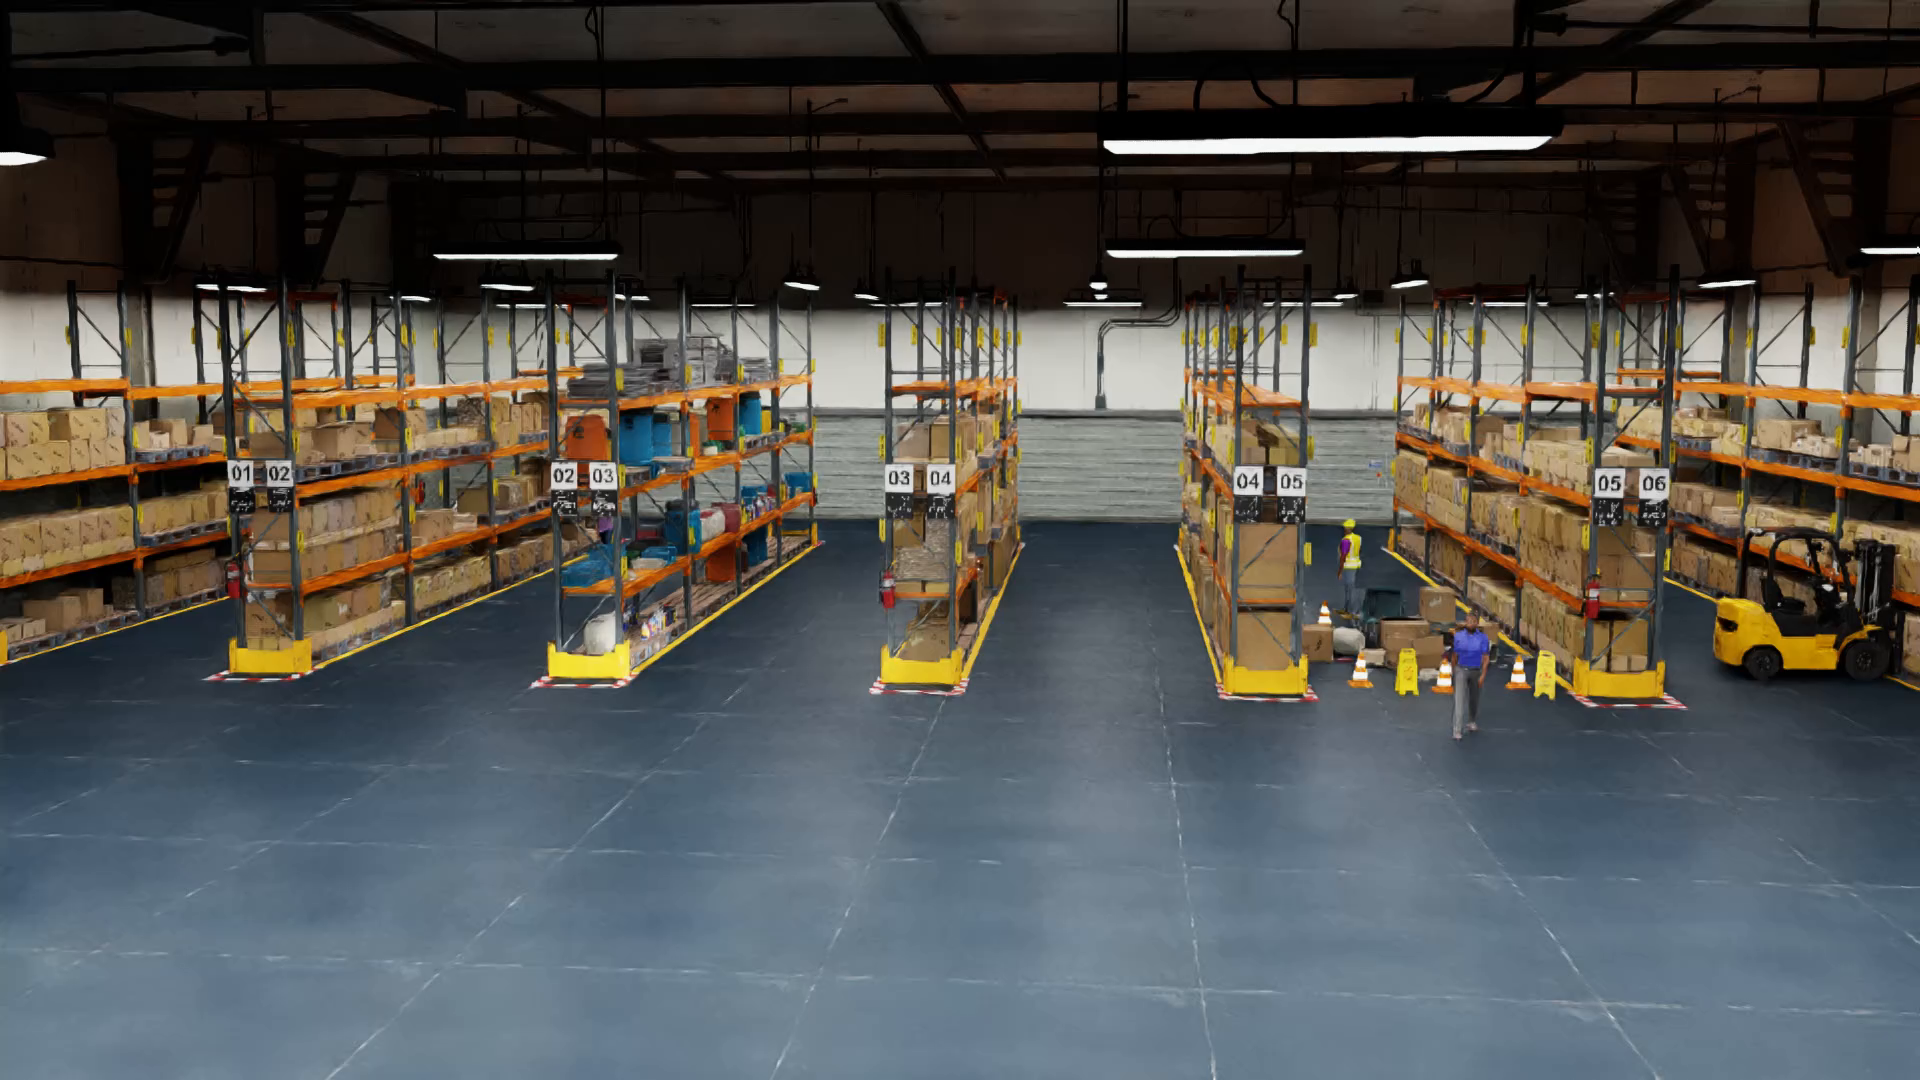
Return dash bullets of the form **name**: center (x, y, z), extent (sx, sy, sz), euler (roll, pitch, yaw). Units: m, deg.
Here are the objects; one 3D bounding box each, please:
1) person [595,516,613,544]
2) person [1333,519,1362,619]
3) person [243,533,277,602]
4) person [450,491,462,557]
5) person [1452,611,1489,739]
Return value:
- **person**: center (-7.898, -0.246, 36.932), extent (0.417, 1.517, 1.037), euler (1, 7, 7)
- **person**: center (6.946, 0.496, 29.811), extent (0.580, 1.763, 0.673), euler (5, 9, 36)
- **person**: center (-11.936, 0.701, 28.426), extent (0.677, 1.741, 0.552), euler (0, 7, 3)
- **person**: center (-10.939, -0.291, 36.516), extent (0.598, 1.698, 1.194), euler (1, 7, 7)
- **person**: center (6.397, 1.680, 20.862), extent (0.441, 1.574, 1.000), euler (2, 7, 14)
